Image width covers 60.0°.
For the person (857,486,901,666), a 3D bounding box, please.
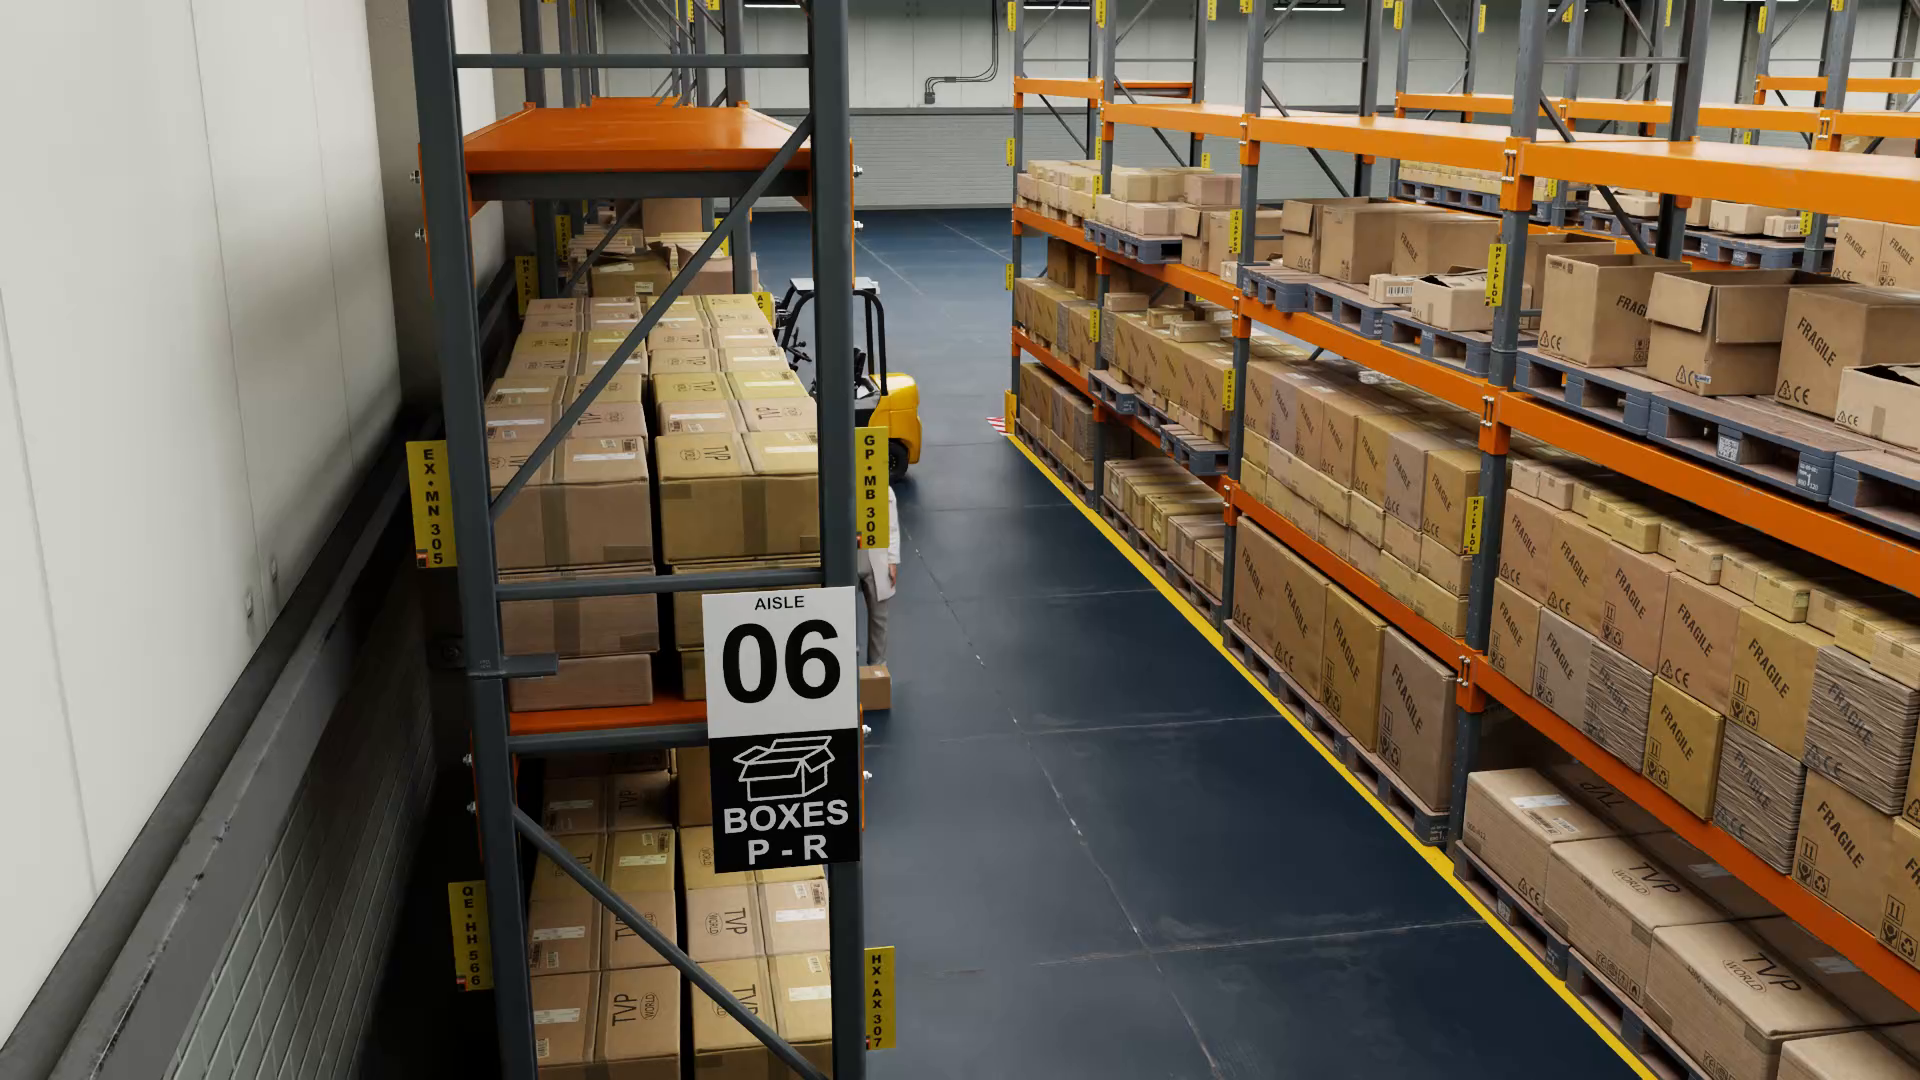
[{"bbox_3d":[-0.720,0.212,12.359,0.565,1.771,0.380,-2,16,-8],"label":"person"}]
